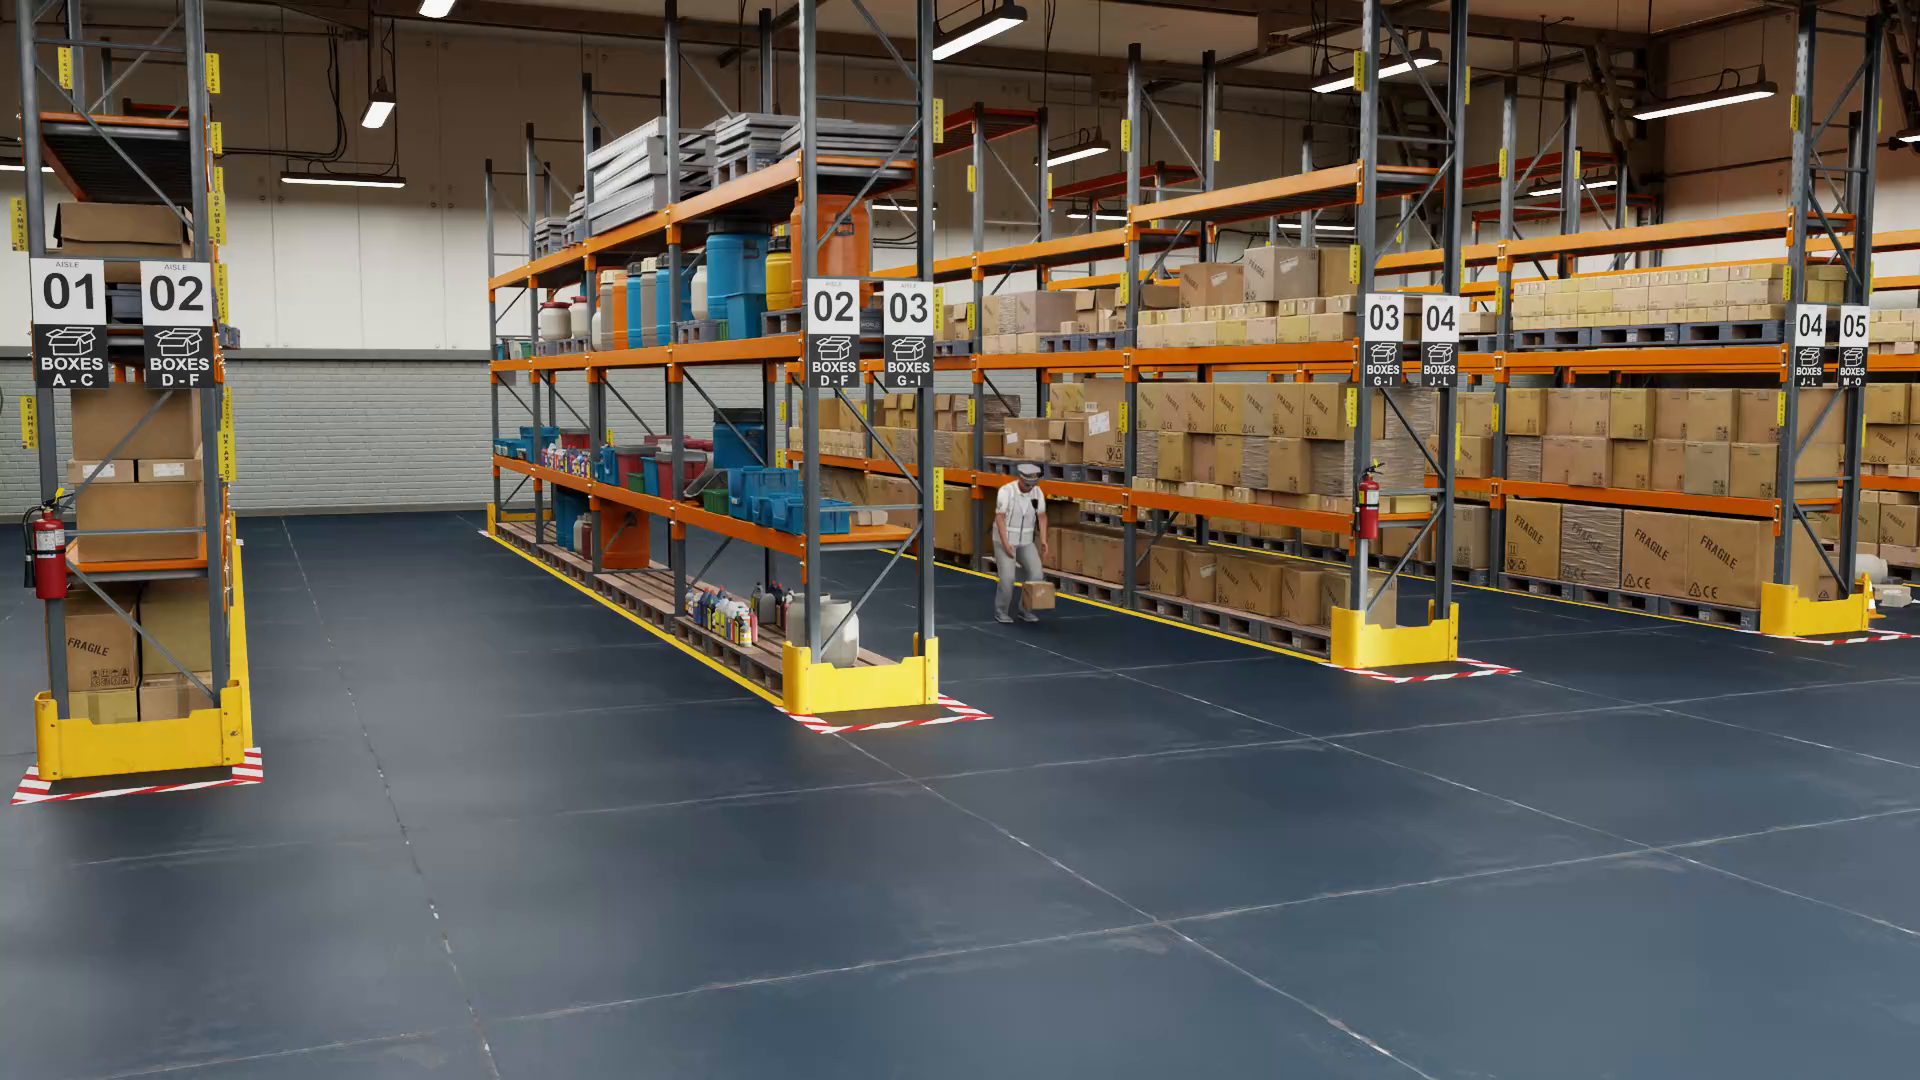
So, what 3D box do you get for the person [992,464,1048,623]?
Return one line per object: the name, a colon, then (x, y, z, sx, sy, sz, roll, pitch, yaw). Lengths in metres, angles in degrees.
person: (0.625, 0.030, 17.109, 0.575, 1.633, 0.609, -2, 6, -23)
